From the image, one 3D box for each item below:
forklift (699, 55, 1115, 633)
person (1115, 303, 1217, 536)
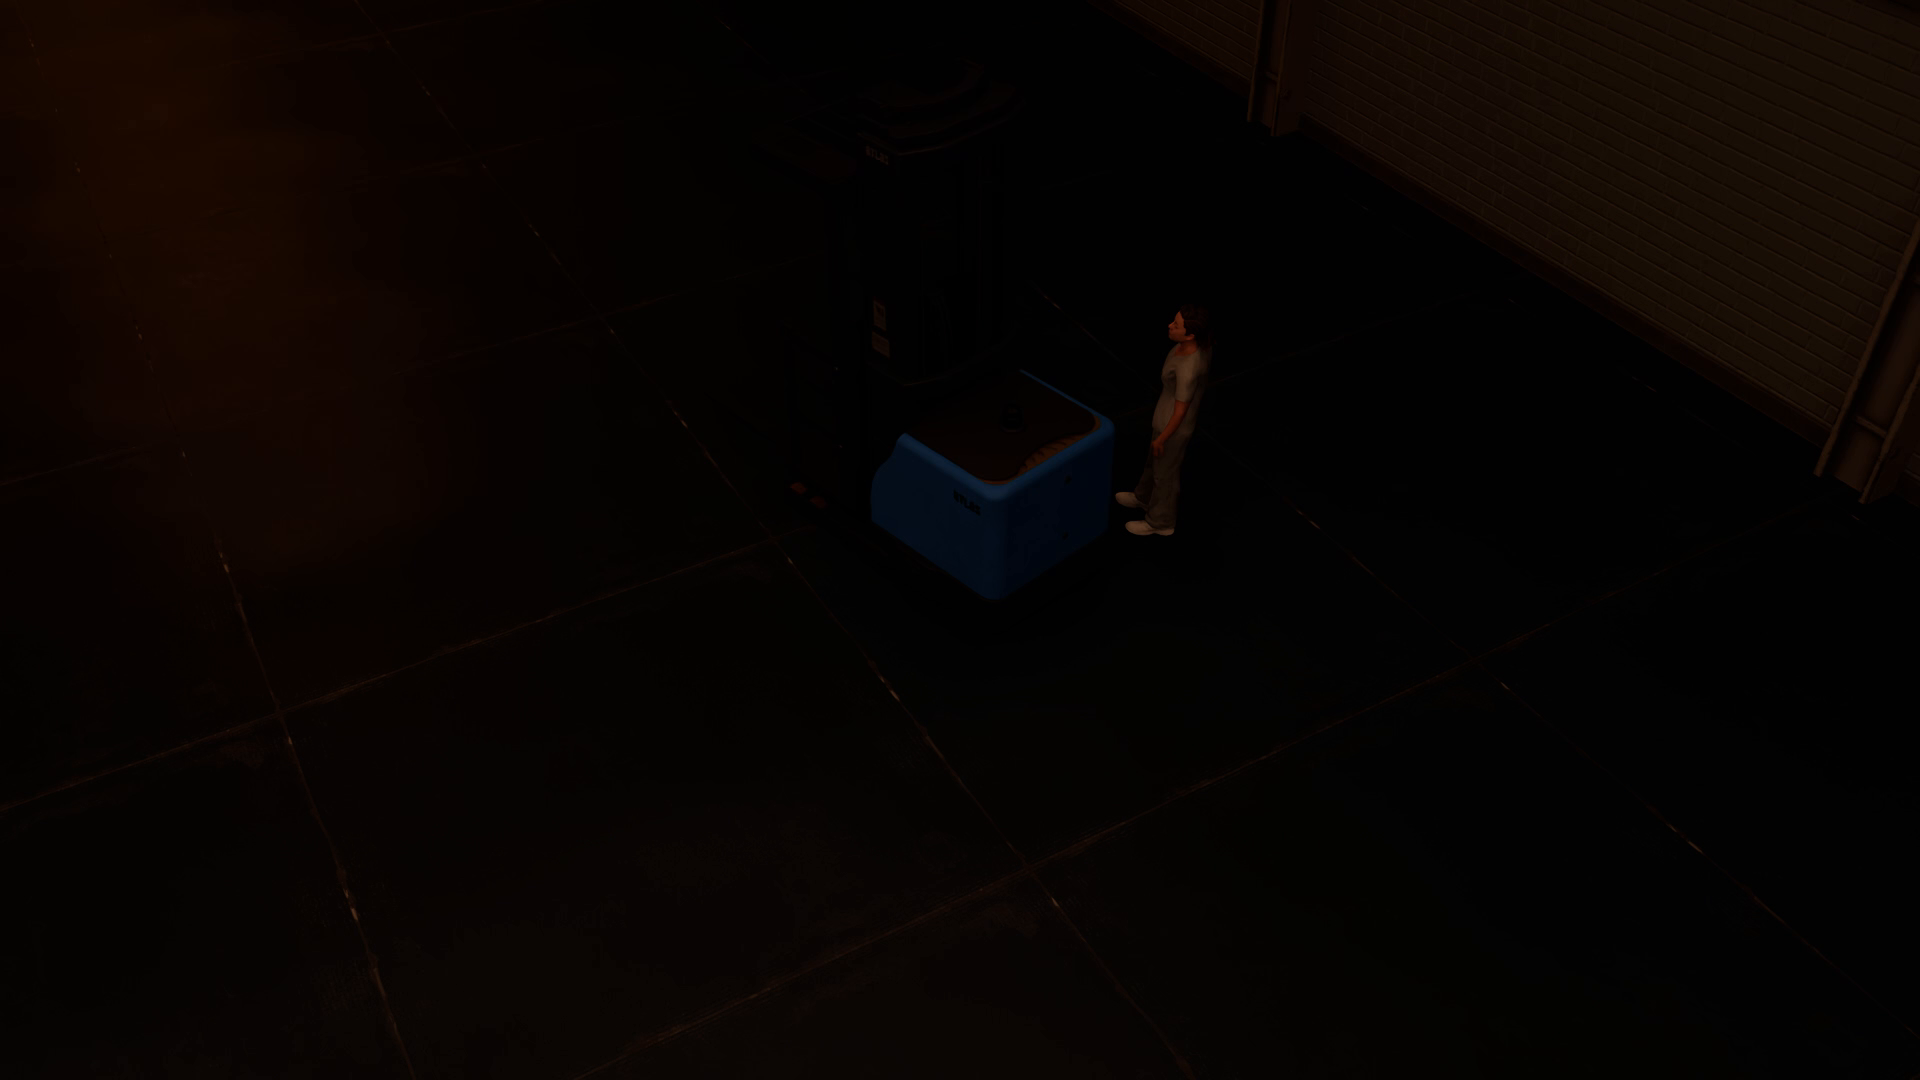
[{"bbox_3d":[-0.477,-1.440,9.772,1.130,2.935,3.031,-31,49,-32],"label":"forklift"},{"bbox_3d":[1.201,-0.713,9.867,0.548,1.673,0.549,9,41,11],"label":"person"}]
